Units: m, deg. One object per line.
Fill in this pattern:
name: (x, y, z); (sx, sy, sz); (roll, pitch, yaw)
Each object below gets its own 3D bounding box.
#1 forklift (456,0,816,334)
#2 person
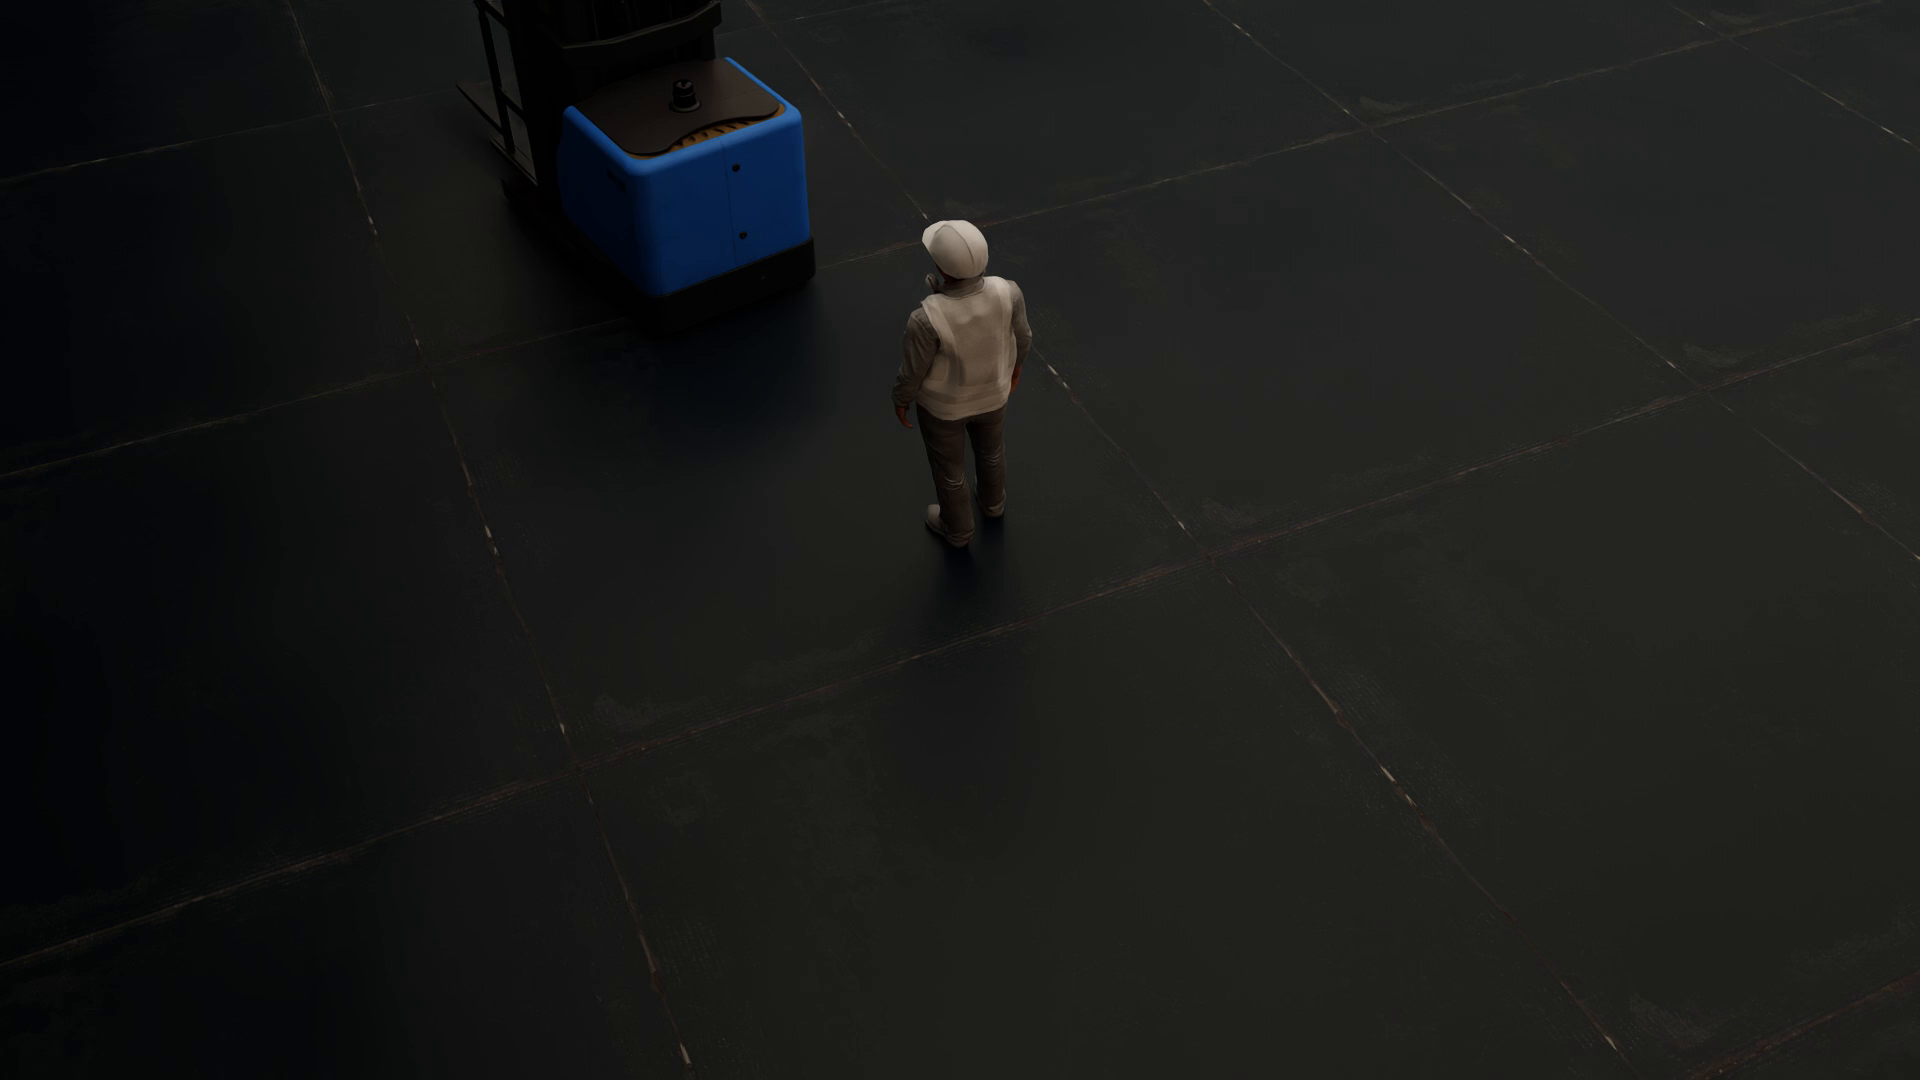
forklift: (-2.075, -3.138, 9.043); (1.130, 2.935, 3.031); (-26, 49, -25)
person: (-0.020, -0.695, 7.262); (0.634, 1.775, 0.566); (-18, 46, -18)
